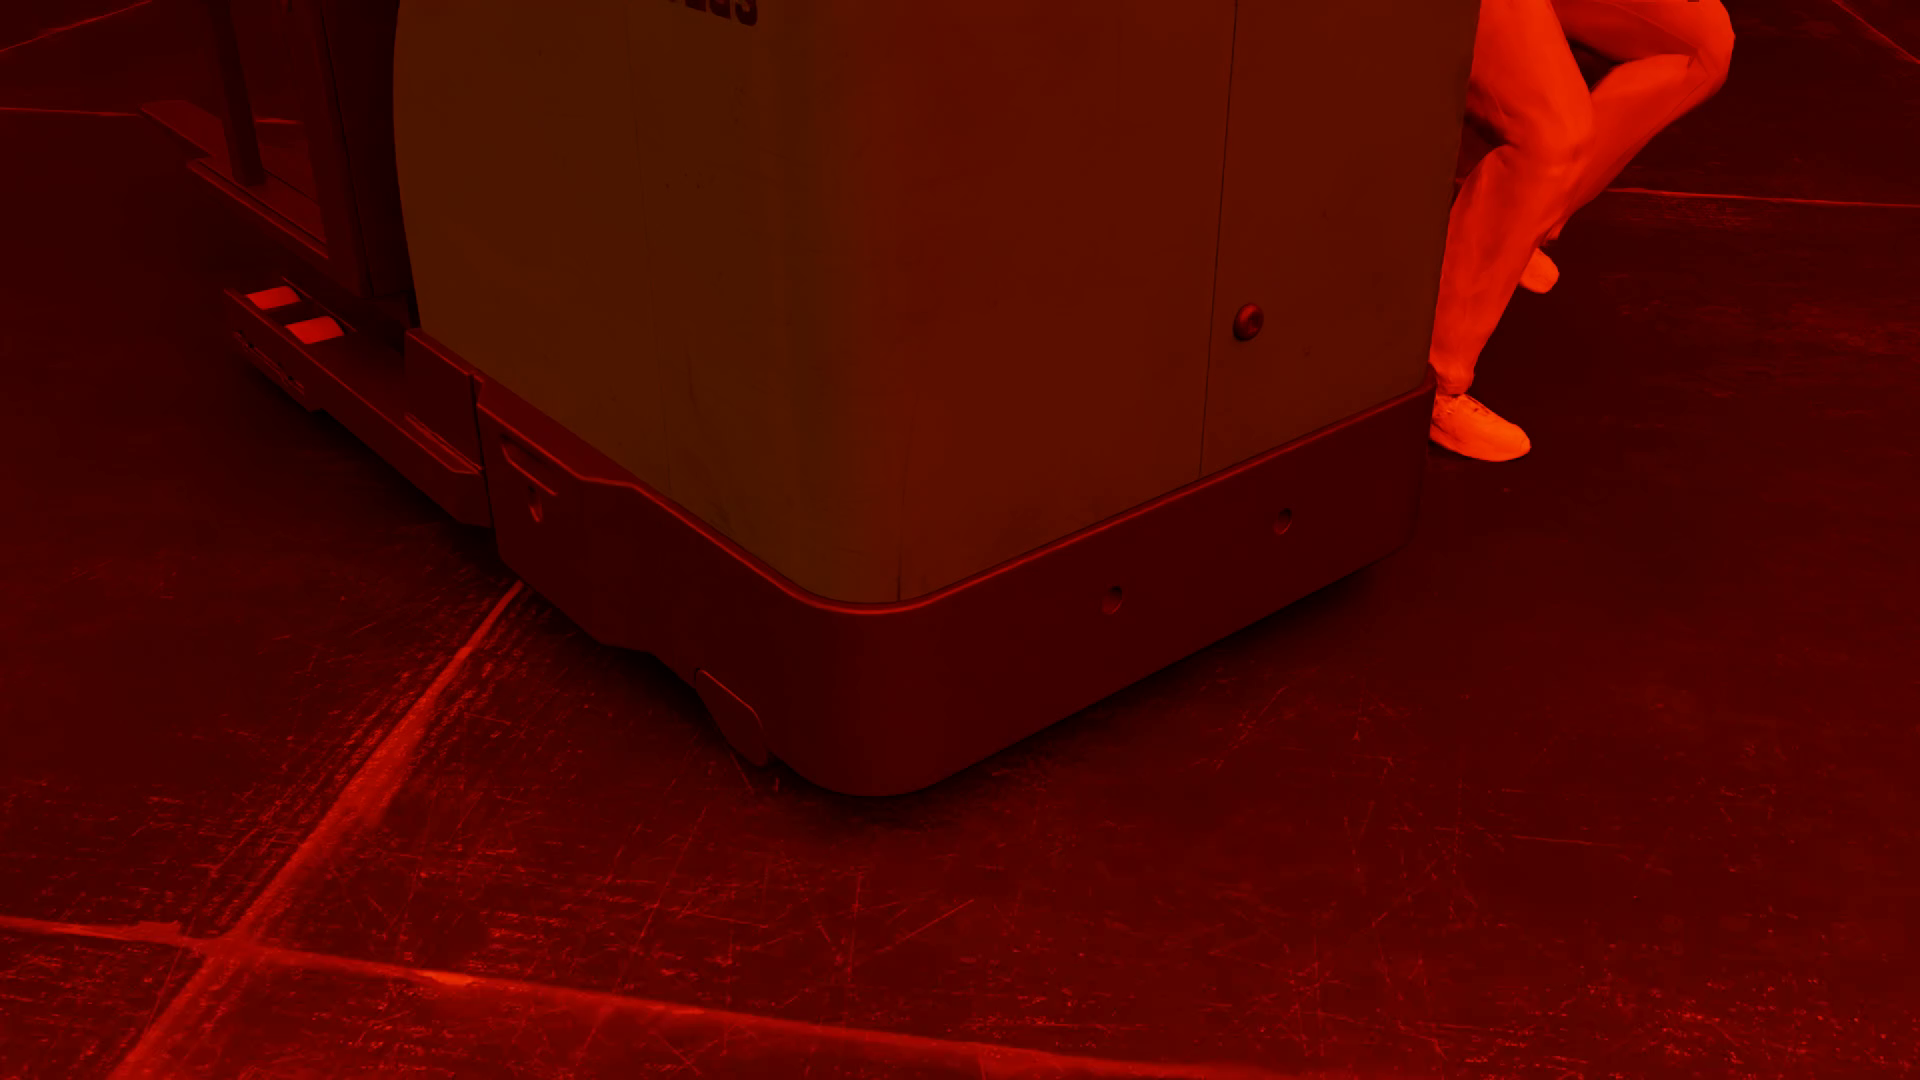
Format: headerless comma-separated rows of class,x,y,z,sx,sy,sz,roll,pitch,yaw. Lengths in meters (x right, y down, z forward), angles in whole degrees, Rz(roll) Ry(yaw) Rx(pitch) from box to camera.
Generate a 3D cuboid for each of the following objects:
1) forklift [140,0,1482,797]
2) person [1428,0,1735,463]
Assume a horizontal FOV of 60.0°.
forklift,-0.676,-1.640,2.435,1.130,2.935,3.031,-22,36,-34
person,1.020,-0.944,2.715,0.716,1.450,0.809,22,36,34
